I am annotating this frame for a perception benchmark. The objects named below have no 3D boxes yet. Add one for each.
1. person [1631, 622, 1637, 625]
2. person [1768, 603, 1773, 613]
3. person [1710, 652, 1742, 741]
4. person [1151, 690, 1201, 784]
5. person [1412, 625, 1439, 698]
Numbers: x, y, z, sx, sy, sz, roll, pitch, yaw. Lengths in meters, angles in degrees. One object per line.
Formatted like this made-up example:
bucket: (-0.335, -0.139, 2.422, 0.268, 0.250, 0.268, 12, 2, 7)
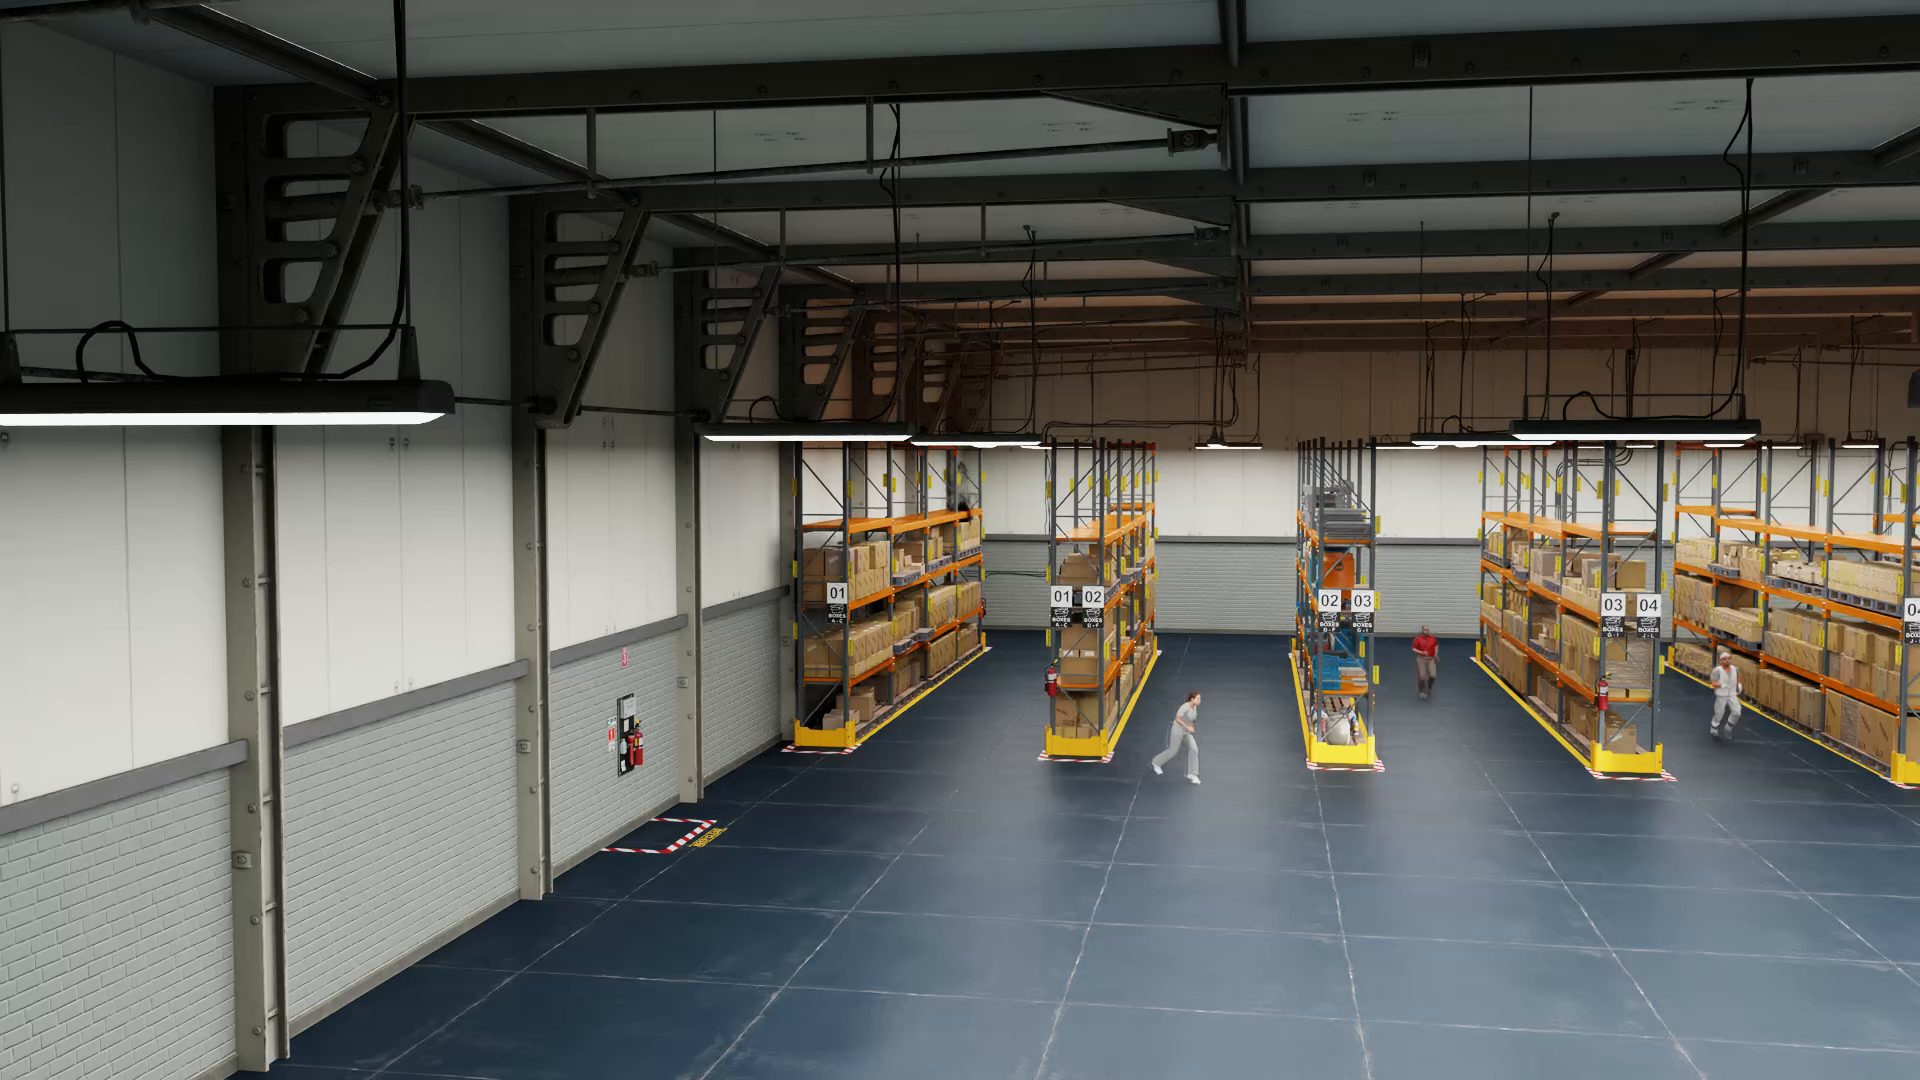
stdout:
person: (17.882, 2.502, 45.007, 0.844, 1.683, 0.647, 2, 3, 28)
person: (20.961, 2.523, 43.154, 0.700, 1.800, 0.962, 1, 3, 12)
person: (15.135, 3.083, 32.808, 0.675, 1.749, 0.852, 0, 3, 5)
person: (3.794, 3.414, 29.037, 1.005, 1.605, 0.601, 2, 4, 33)
person: (10.808, 2.827, 38.519, 0.646, 1.691, 0.648, 0, 3, 1)
